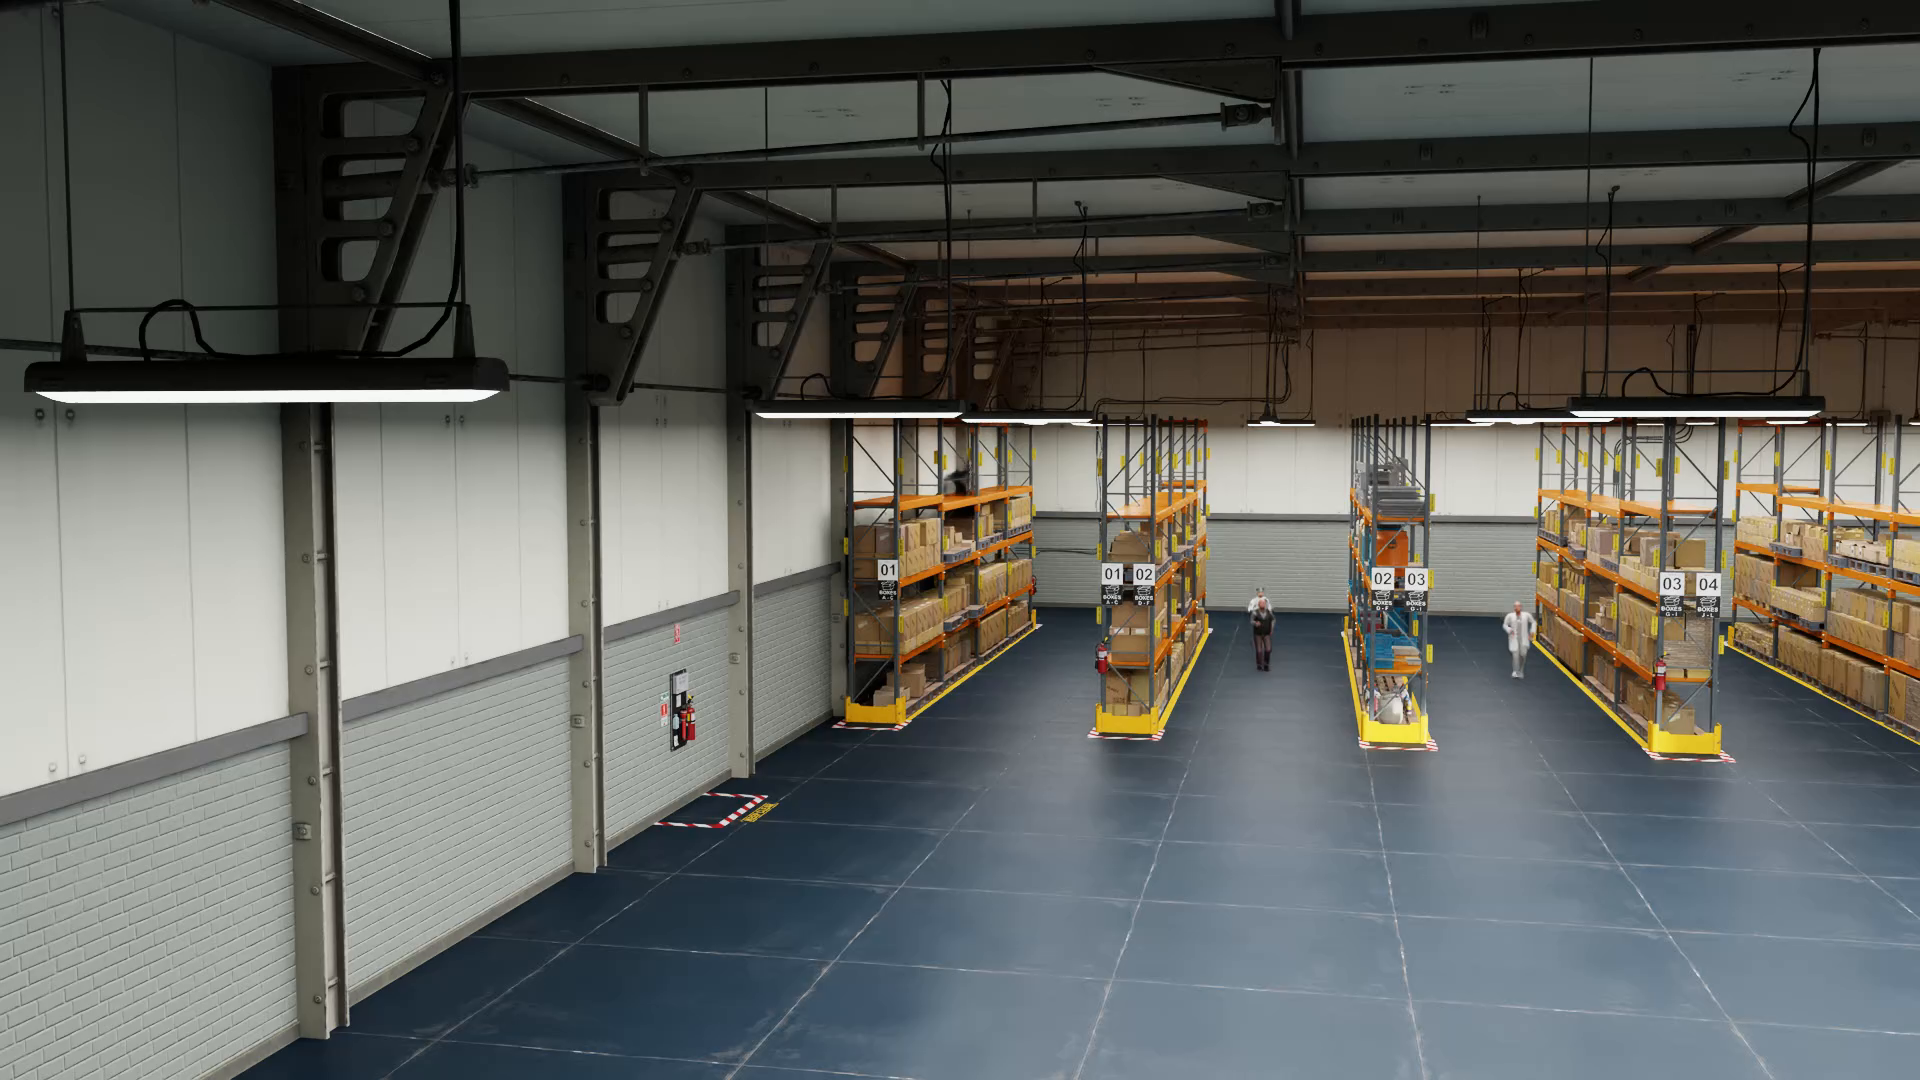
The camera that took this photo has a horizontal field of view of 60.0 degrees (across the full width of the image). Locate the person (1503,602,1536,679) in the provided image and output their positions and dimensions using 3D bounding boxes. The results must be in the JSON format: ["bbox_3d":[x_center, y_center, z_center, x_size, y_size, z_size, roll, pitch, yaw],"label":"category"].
[{"bbox_3d":[12.864,2.311,38.268,0.719,1.762,0.730,1,4,20],"label":"person"}]

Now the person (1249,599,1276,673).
[{"bbox_3d":[7.128,2.271,39.112,0.639,1.749,0.680,0,4,4],"label":"person"}]

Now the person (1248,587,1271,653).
[{"bbox_3d":[7.709,2.030,42.731,0.615,1.670,0.826,0,4,2],"label":"person"}]
